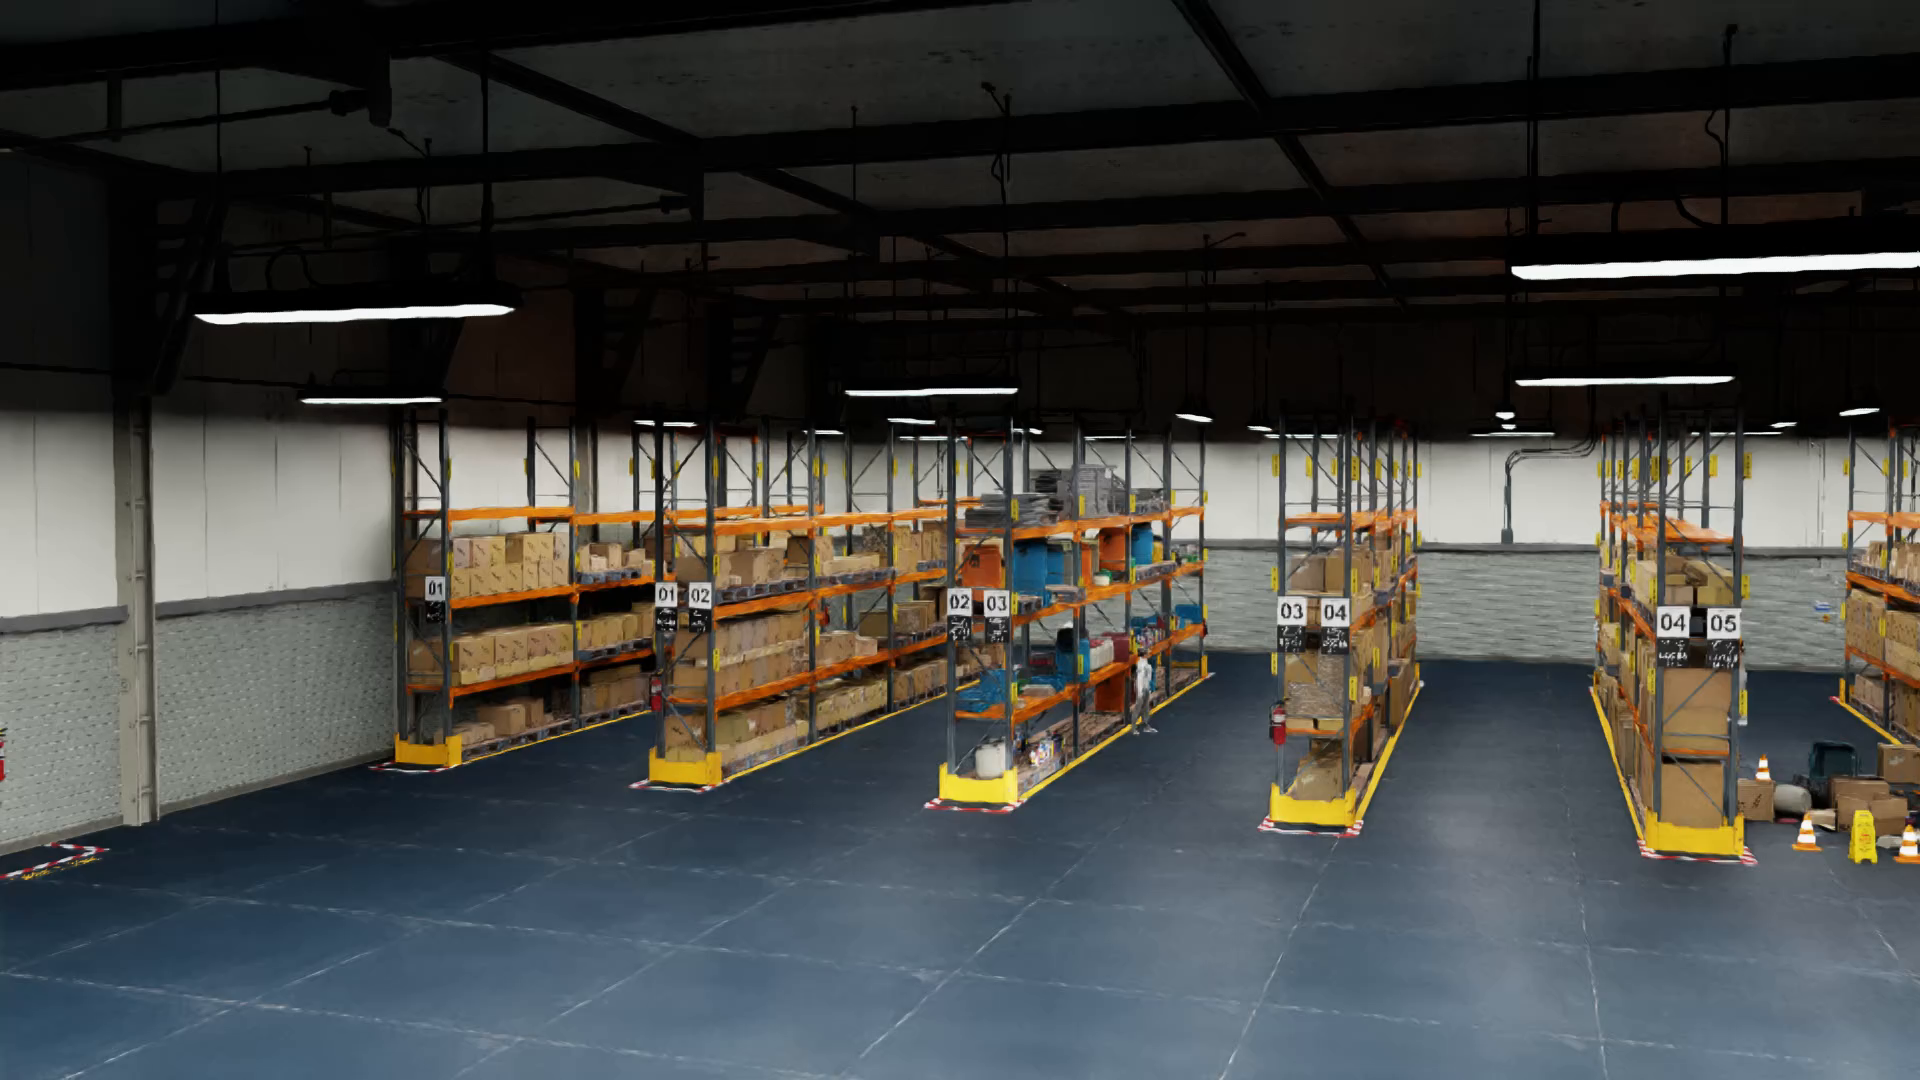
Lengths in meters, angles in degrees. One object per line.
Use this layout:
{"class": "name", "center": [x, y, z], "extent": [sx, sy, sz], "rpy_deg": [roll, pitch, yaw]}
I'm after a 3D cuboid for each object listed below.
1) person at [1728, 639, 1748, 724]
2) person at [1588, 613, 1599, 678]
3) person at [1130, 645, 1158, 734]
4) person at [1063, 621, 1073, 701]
{"class": "person", "center": [15.224, 2.752, 32.619], "extent": [0.562, 1.668, 0.569], "rpy_deg": [-2, 3, -41]}
{"class": "person", "center": [15.415, 2.469, 39.802], "extent": [0.684, 1.658, 0.487], "rpy_deg": [0, 2, -10]}
{"class": "person", "center": [3.455, 2.814, 31.352], "extent": [0.456, 1.670, 0.562], "rpy_deg": [1, 3, 21]}
{"class": "person", "center": [2.355, 2.593, 35.984], "extent": [0.566, 1.706, 1.122], "rpy_deg": [1, 3, 21]}
